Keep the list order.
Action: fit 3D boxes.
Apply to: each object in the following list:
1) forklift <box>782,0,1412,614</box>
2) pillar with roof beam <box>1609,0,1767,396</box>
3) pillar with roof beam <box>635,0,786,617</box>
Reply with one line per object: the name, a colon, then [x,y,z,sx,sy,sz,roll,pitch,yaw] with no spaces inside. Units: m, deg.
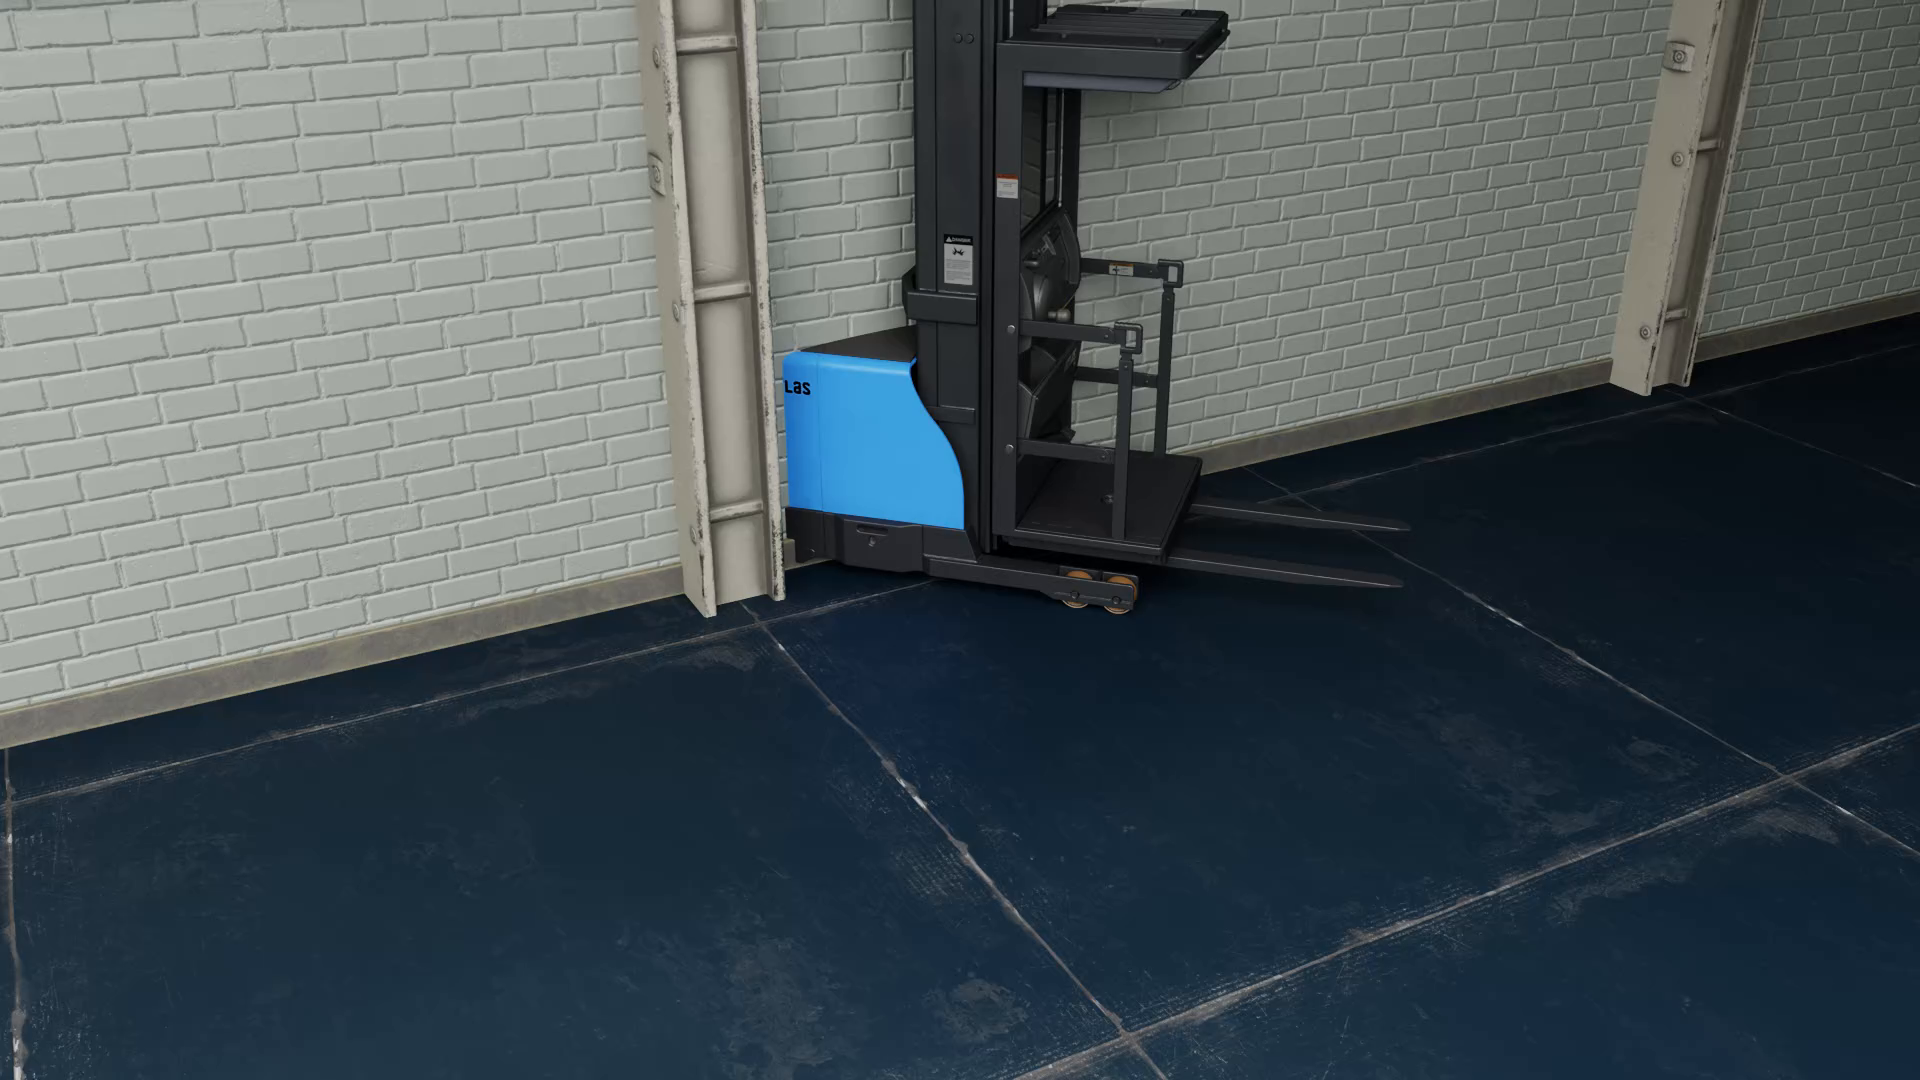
forklift: [0.598,-1.243,7.453,3.031,2.935,1.130,7,27,15]
pillar with roof beam: [6.271,-3.382,4.897,0.400,9.000,9.100,-13,29,-25]
pillar with roof beam: [0.977,-2.160,2.352,0.400,9.000,9.100,-13,29,-25]
